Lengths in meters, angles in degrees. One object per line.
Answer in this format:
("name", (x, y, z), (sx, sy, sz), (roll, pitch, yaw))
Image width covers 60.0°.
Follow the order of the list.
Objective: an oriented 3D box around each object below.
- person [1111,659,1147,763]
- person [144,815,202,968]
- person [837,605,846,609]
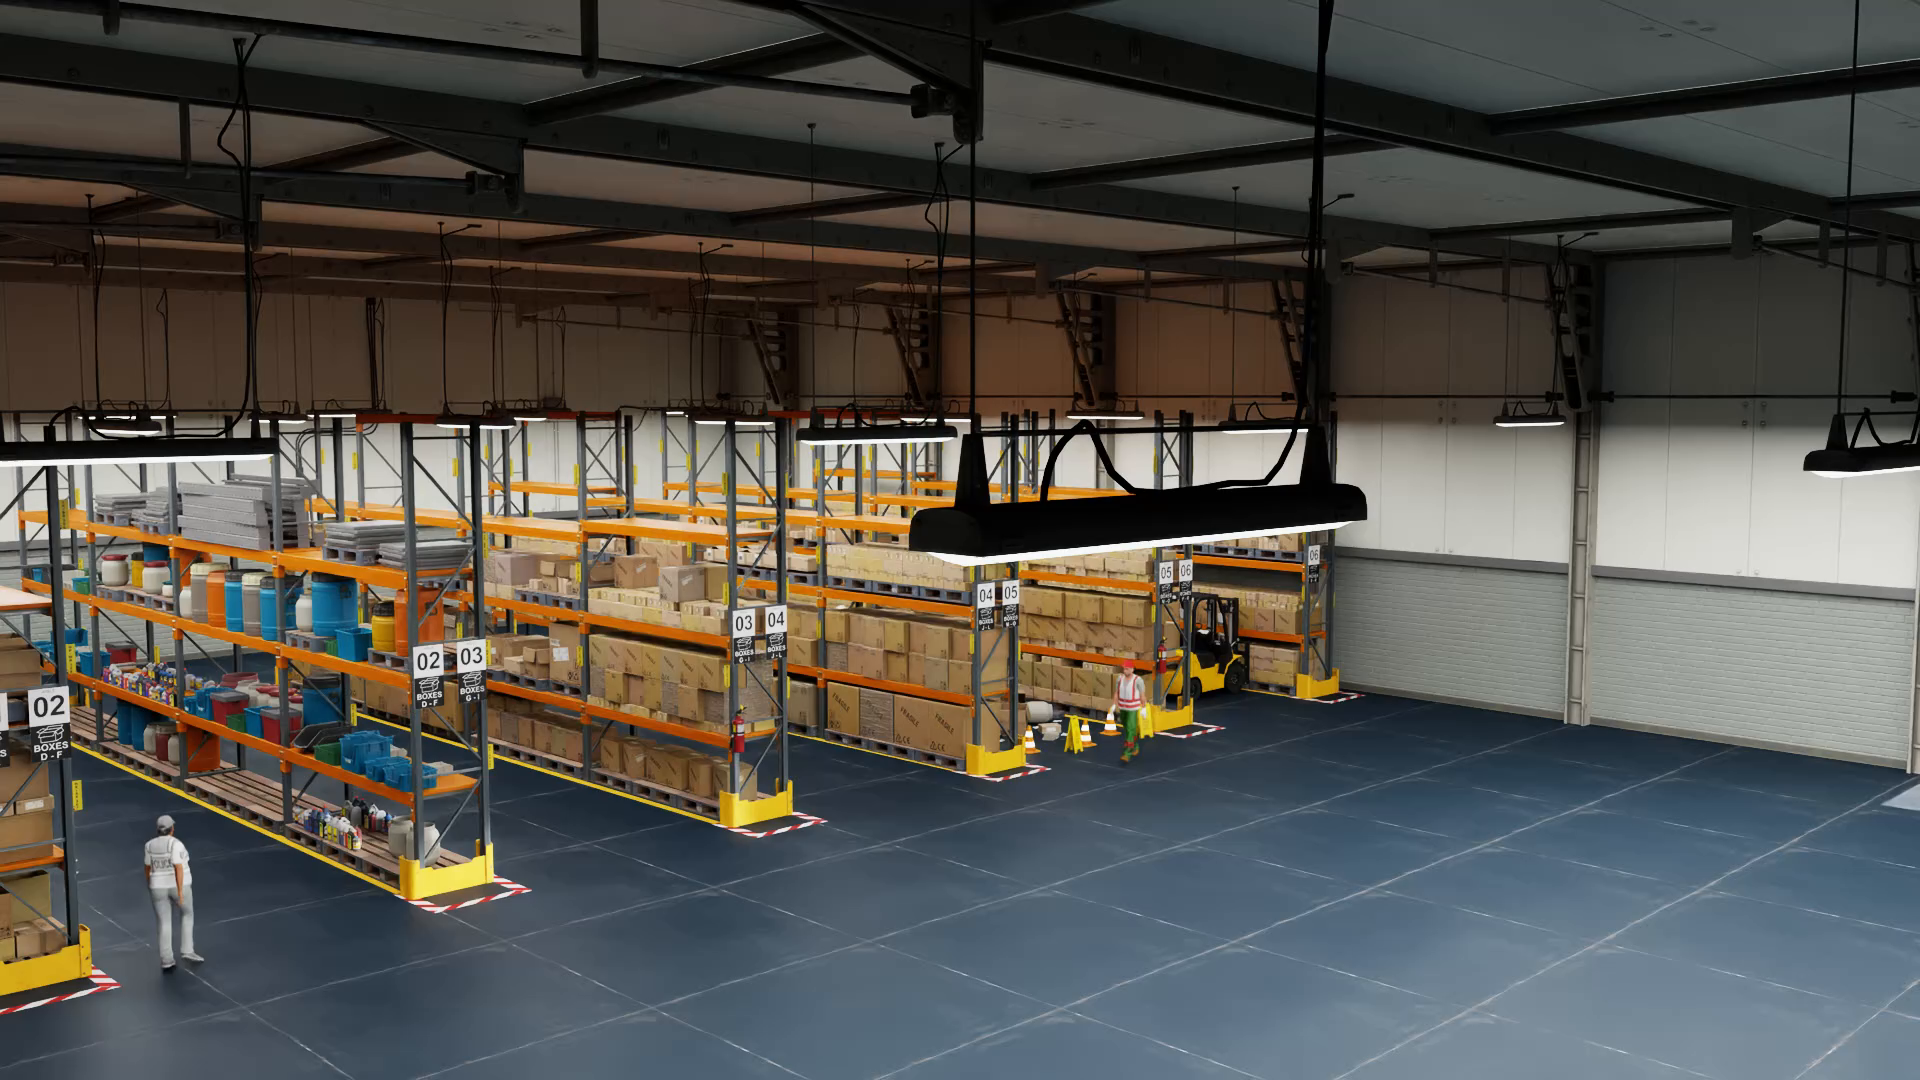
("person", (2.908, 2.948, 28.885), (0.549, 1.763, 0.906), (4, 7, 41))
("person", (-8.775, 3.935, 18.475), (0.562, 1.730, 0.593), (-1, 5, -13))
("person", (-2.608, 2.296, 36.177), (0.470, 1.768, 0.557), (4, 6, 40))
